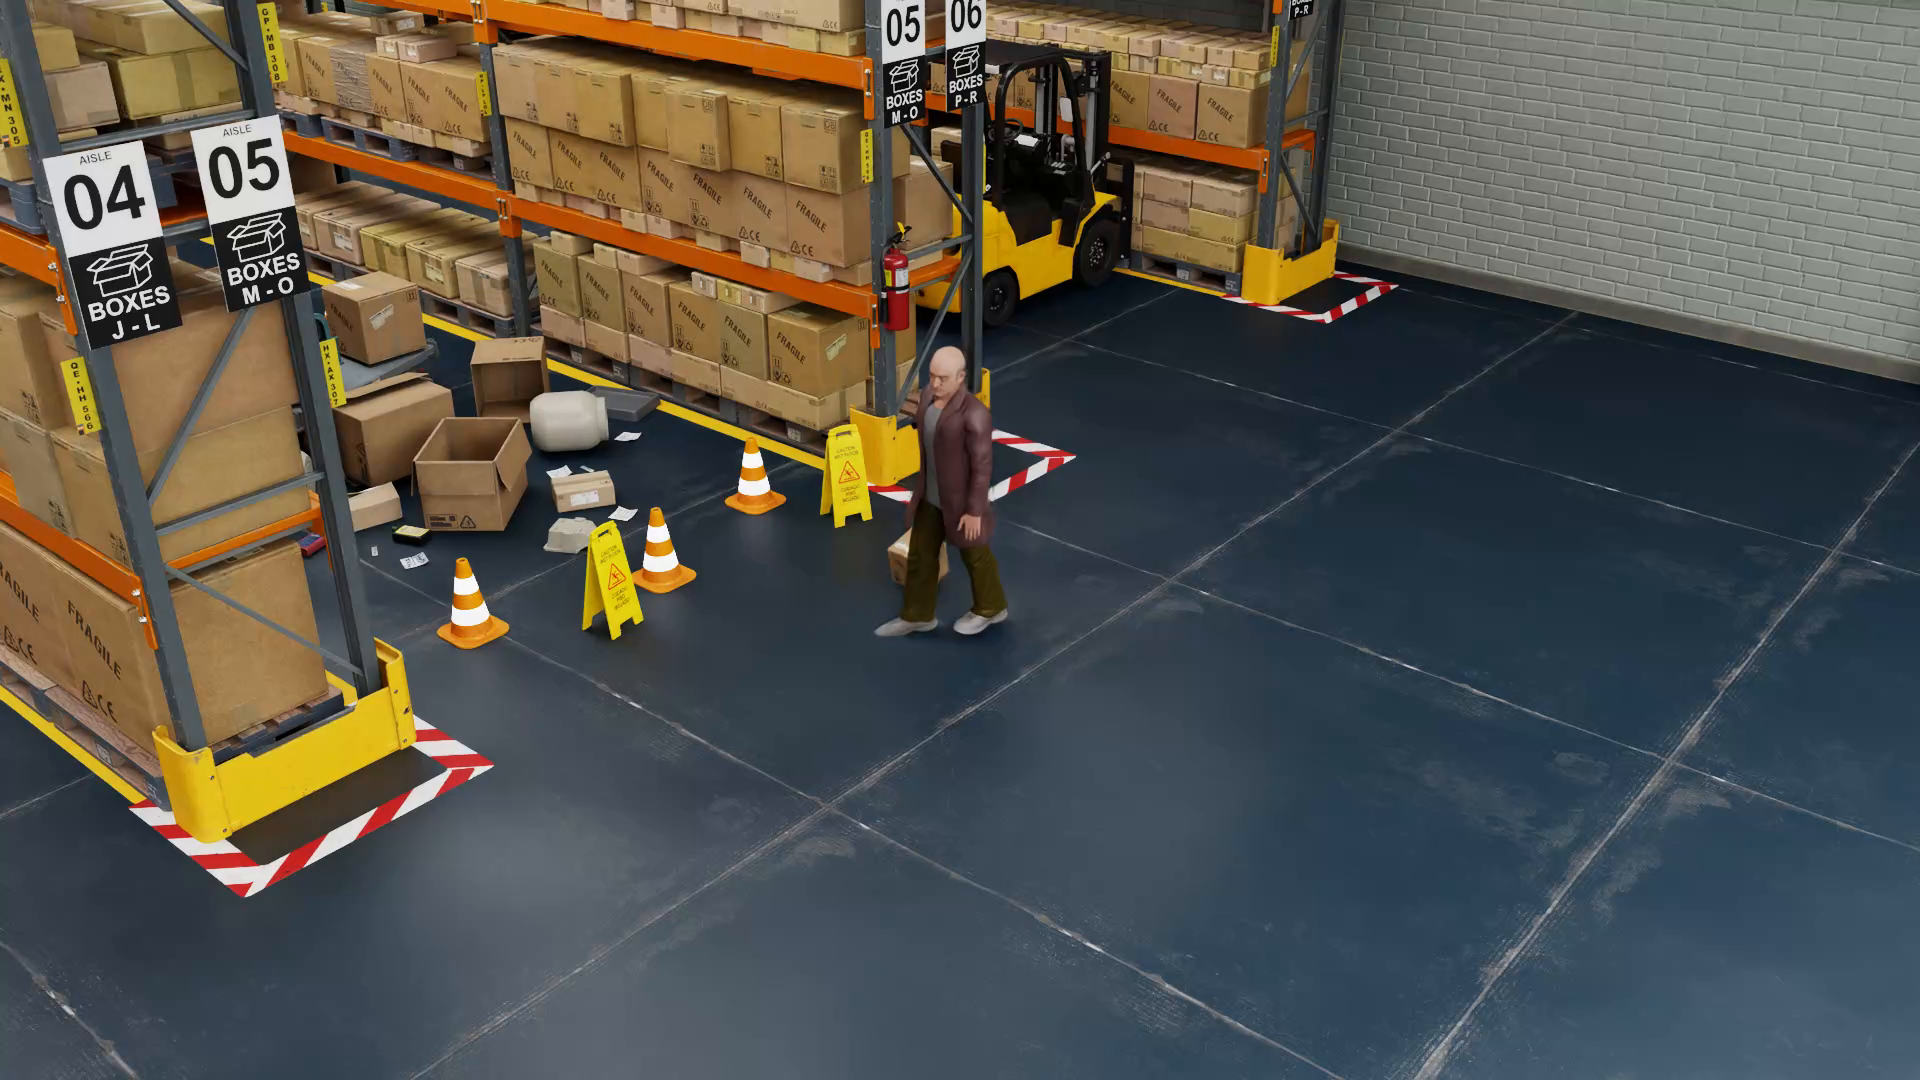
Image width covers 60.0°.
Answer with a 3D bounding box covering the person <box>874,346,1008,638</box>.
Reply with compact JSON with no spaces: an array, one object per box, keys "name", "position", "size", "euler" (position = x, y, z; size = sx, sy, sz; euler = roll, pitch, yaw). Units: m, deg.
[{"name":"person","position":[-0.035,-0.233,9.118],"size":[0.676,1.820,0.672],"euler":[-22,34,-36]}]
